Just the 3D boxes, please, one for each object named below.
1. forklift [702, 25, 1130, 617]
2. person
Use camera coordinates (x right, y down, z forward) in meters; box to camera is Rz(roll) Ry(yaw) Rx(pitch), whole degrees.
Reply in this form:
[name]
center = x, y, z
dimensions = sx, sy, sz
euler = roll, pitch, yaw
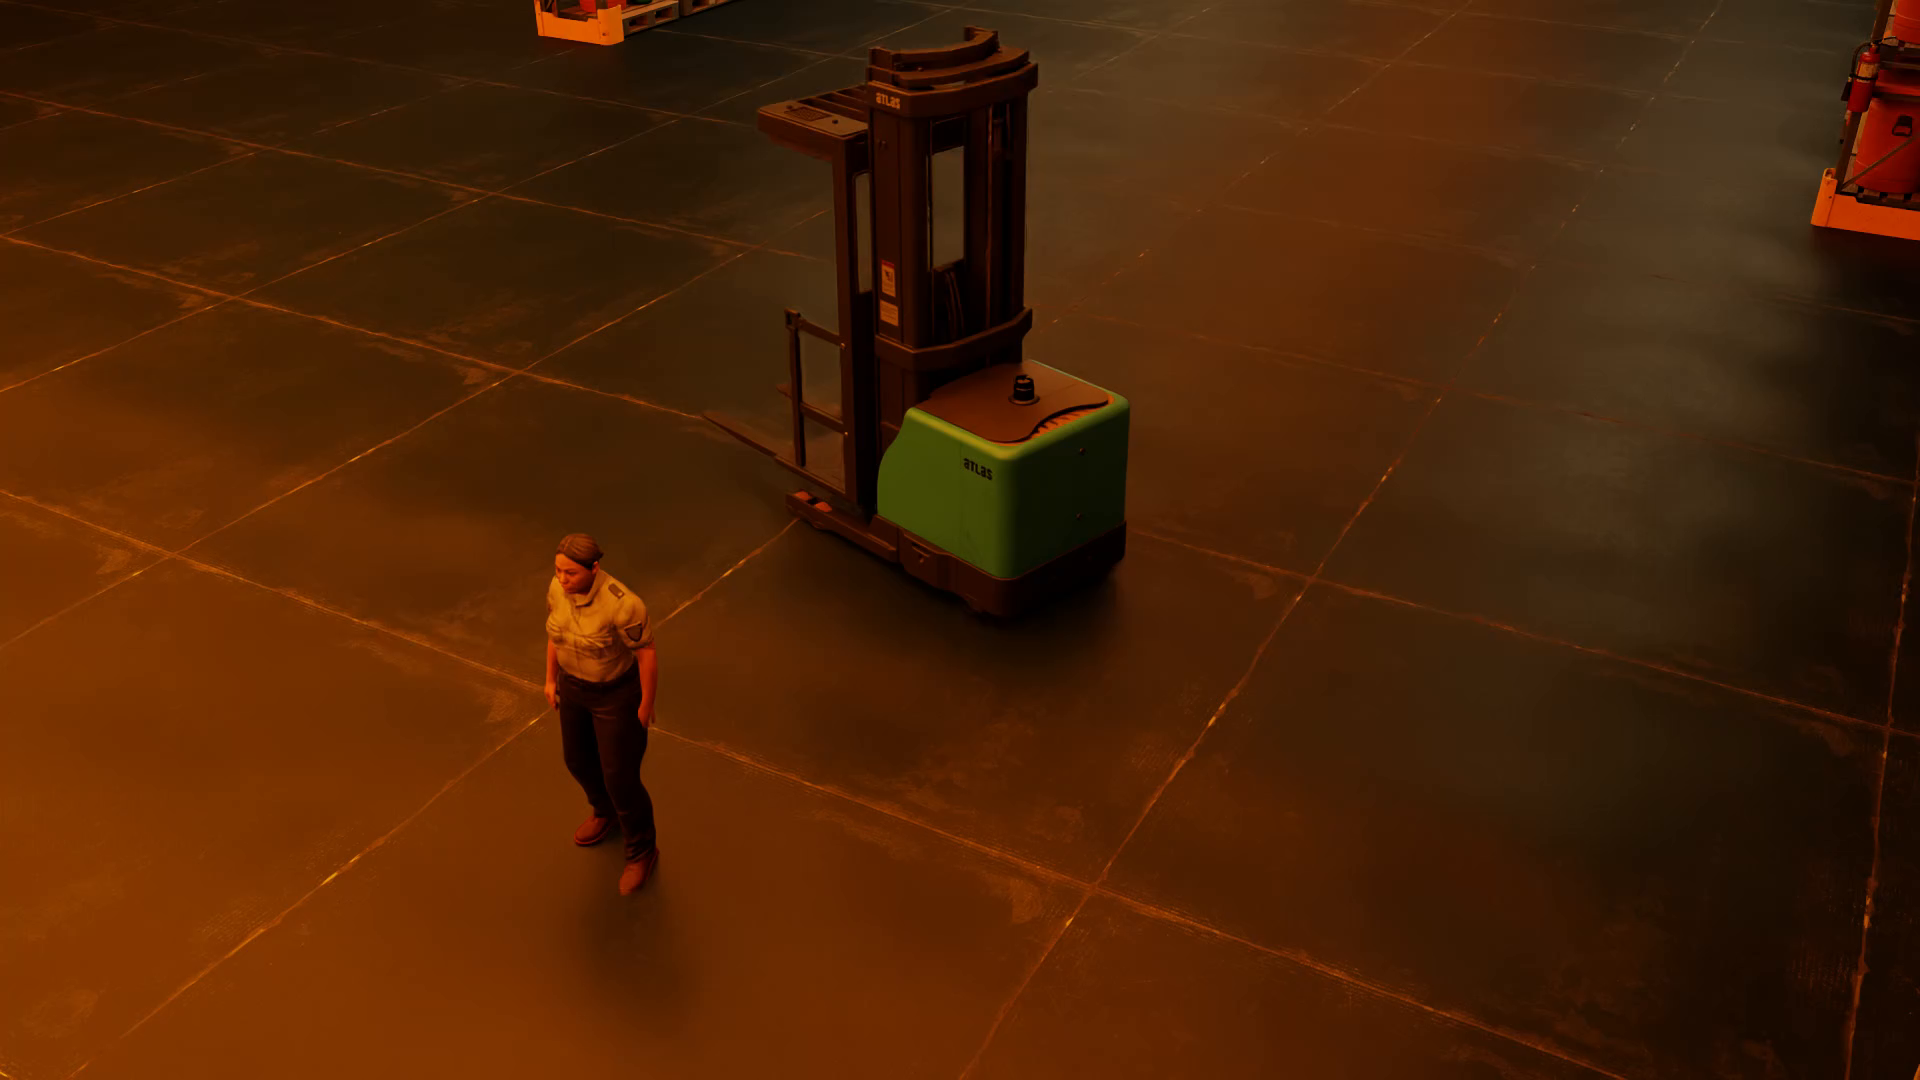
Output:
[forklift]
center = -0.424, -1.489, 9.651
dimensions = 1.130, 2.935, 3.031
euler = -26, 39, -37
[person]
center = -1.570, 0.701, 7.176
dimensions = 0.562, 1.671, 0.447
euler = 17, 34, 27
